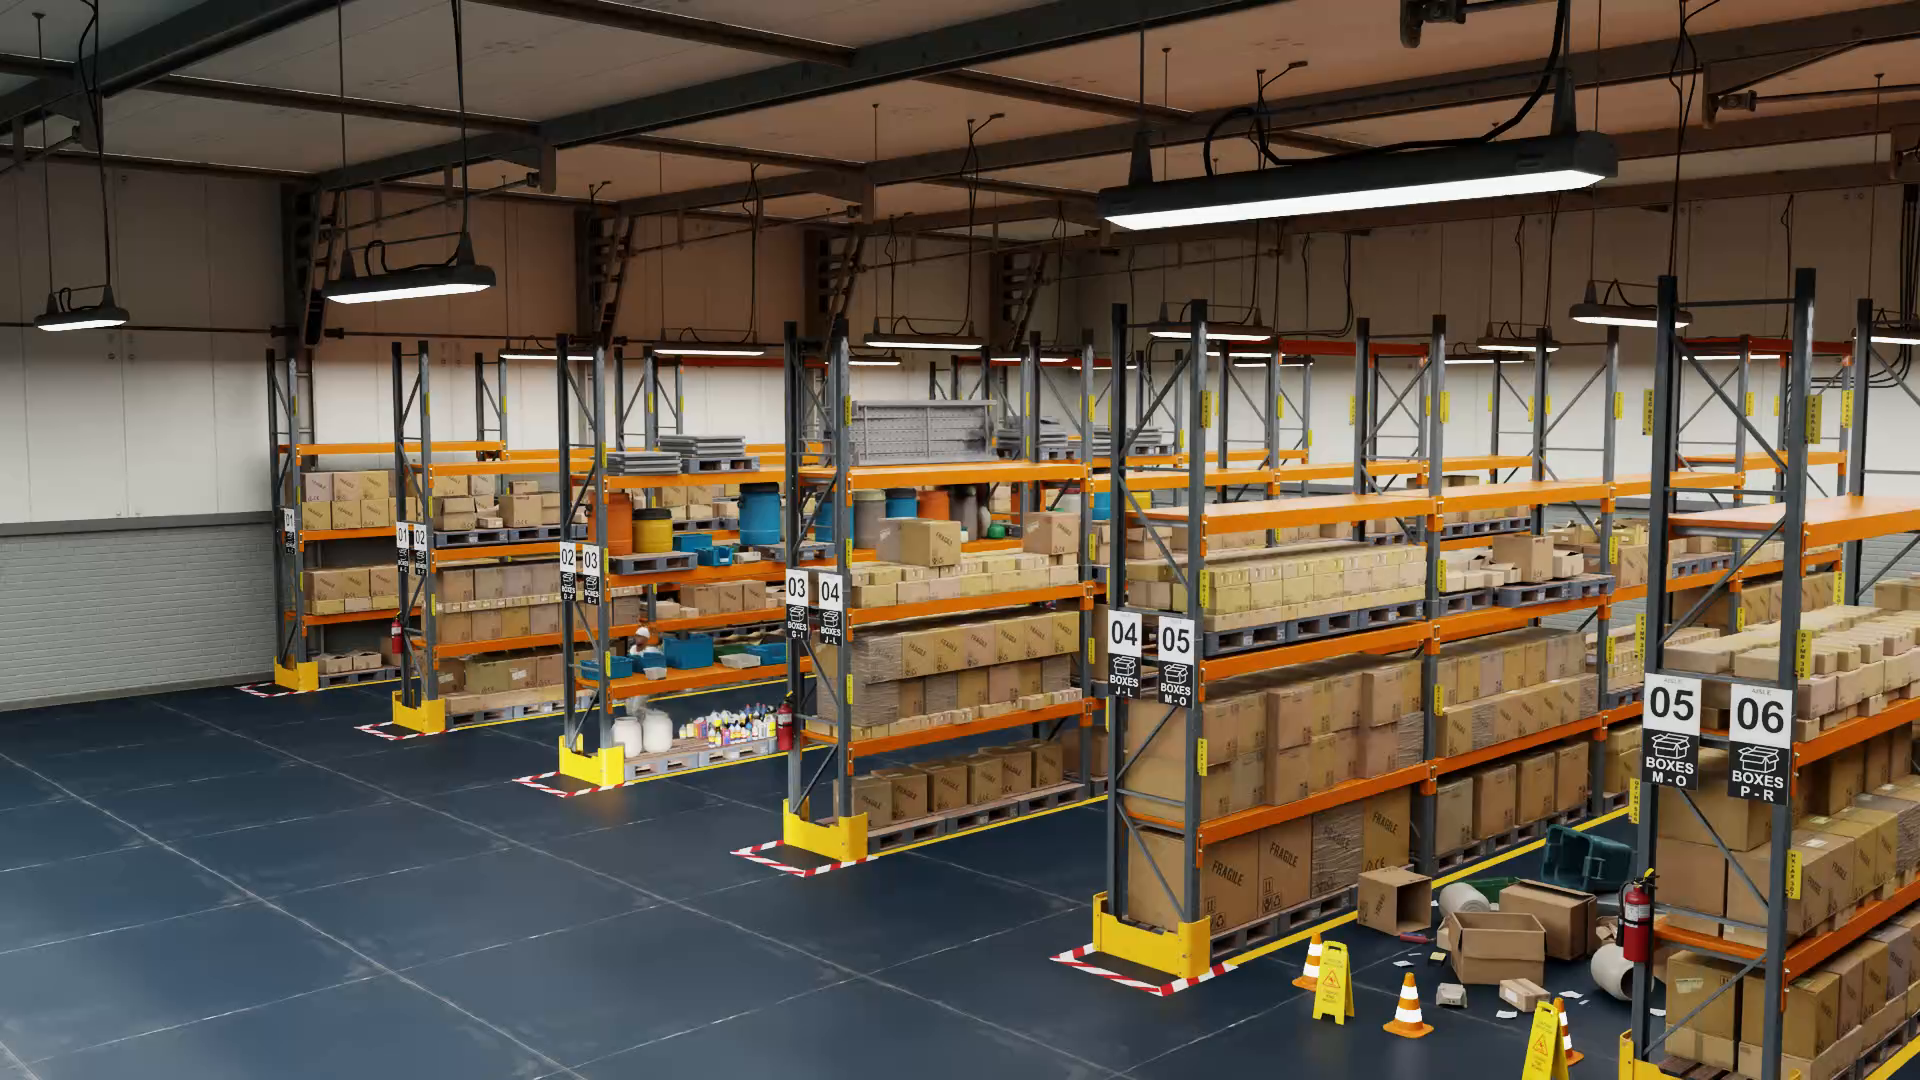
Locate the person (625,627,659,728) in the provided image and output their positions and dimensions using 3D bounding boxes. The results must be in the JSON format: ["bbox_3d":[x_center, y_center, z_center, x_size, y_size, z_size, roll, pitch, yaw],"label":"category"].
[{"bbox_3d":[-4.694,2.163,24.716,0.683,1.743,0.689,4,6,37],"label":"person"}]

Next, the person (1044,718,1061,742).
[{"bbox_3d":[1.288,2.224,24.731,0.625,1.712,0.767,4,6,40],"label":"person"}]

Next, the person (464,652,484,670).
[{"bbox_3d":[-8.278,1.871,28.639,0.603,1.744,0.629,4,6,38],"label":"person"}]
